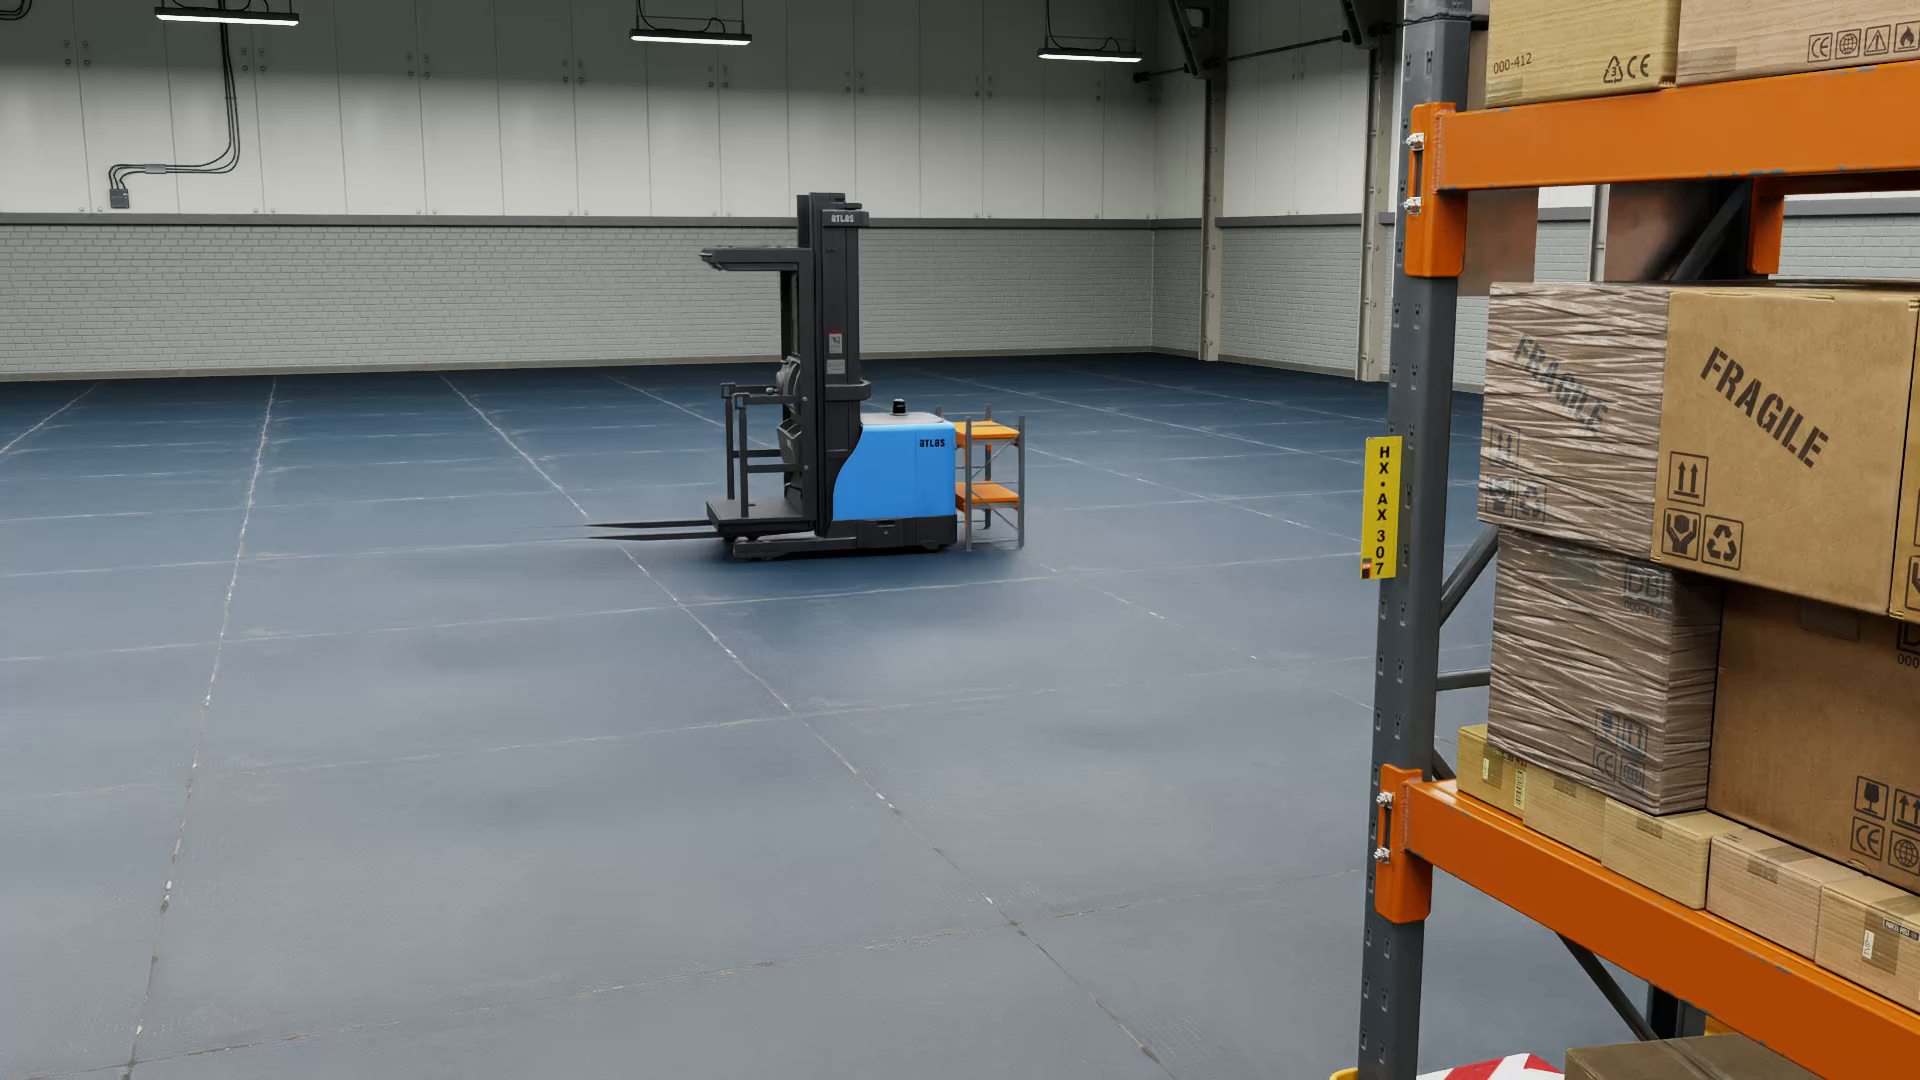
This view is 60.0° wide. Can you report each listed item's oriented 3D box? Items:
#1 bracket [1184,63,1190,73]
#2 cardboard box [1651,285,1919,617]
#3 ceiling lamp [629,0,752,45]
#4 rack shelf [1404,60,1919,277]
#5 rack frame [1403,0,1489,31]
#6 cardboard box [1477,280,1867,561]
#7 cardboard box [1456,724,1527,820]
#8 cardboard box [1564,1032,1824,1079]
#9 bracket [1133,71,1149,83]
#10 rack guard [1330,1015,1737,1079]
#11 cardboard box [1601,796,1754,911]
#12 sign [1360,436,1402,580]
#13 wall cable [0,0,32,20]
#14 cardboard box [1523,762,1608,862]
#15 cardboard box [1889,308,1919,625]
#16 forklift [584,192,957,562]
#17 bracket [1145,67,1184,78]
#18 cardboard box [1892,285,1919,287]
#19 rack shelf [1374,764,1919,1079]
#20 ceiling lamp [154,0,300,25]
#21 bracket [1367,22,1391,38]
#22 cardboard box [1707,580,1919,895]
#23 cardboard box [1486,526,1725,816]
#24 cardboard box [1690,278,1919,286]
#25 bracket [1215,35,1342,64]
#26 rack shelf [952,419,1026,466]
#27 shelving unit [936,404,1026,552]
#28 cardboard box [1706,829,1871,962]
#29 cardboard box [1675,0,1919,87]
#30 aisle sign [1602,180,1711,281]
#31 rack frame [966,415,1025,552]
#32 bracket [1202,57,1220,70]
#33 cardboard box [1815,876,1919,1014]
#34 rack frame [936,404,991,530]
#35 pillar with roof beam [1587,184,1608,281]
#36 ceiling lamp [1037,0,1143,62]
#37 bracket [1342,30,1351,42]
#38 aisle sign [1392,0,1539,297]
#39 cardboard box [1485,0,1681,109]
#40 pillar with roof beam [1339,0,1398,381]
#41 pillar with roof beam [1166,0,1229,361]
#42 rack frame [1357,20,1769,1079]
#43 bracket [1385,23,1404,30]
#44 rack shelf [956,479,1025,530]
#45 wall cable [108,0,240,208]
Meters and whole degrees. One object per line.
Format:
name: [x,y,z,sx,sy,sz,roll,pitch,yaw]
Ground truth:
bracket: [5.026,-10.233,35.972,0.235,0.232,0.430,-4,11,-21]
cardboard box: [1.589,-0.180,2.876,0.500,0.500,0.500,-4,11,-21]
ceiling lamp: [-4.557,-9.878,27.588,2.000,3.185,0.800,-4,11,-21]
rack shelf: [2.194,-0.477,2.027,1.077,0.370,4.000,-4,11,-21]
rack frame: [1.469,-2.635,3.536,1.000,3.000,0.127,-4,11,-21]
cardboard box: [1.414,-0.262,3.338,0.500,0.500,0.500,-4,11,-21]
cardboard box: [1.350,0.504,3.737,0.380,0.149,0.250,-4,11,-21]
cardboard box: [1.680,1.446,3.665,0.500,0.500,0.500,-2,10,-10]
bracket: [4.167,-10.619,38.147,0.235,0.232,0.430,-4,11,-21]
rack guard: [1.496,1.562,4.211,1.175,0.500,0.348,-4,11,-21]
cardboard box: [1.499,0.588,3.266,0.380,0.149,0.250,-4,11,-21]
sign: [0.963,-0.073,3.792,0.100,0.325,0.005,-4,11,-21]
wall cable: [-18.281,-10.546,29.471,3.097,2.526,0.112,-4,11,-21]
cardboard box: [1.423,0.546,3.501,0.380,0.149,0.250,-4,11,-21]
cardboard box: [1.771,-0.098,2.418,0.500,0.500,0.500,-4,11,-21]
forklift: [-1.597,-1.366,13.733,3.031,2.935,1.130,-3,10,-14]
bracket: [4.381,-10.523,37.605,0.076,0.066,3.189,-4,11,-21]
cardboard box: [2.085,-0.214,3.066,0.500,0.500,0.500,-4,11,-21]
rack shelf: [2.194,1.000,2.290,1.077,0.370,4.000,-4,11,-21]
ceiling lamp: [-11.137,-9.430,25.069,2.000,3.185,0.800,-4,11,-21]
bracket: [7.501,-9.118,29.705,0.235,0.232,0.430,-4,11,-21]
cardboard box: [1.936,0.289,3.097,0.875,0.500,0.500,-4,11,-21]
cardboard box: [1.643,0.215,3.513,0.875,0.500,0.500,-4,11,-21]
cardboard box: [1.898,-0.295,3.523,0.500,0.500,0.500,-4,11,-21]
bracket: [6.261,-9.676,32.846,0.076,0.066,4.783,-4,11,-21]
rack shelf: [0.162,-0.844,14.284,0.538,0.278,1.000,-3,10,-15]
shelving unit: [0.162,-0.556,14.335,0.538,1.125,1.048,-3,10,-15]
cardboard box: [1.609,0.628,3.044,0.380,0.149,0.250,-4,11,-21]
cardboard box: [1.595,-0.905,2.807,0.500,0.250,0.500,-4,11,-22]
aisle sign: [1.726,-0.990,3.998,0.394,0.787,0.004,-4,11,-21]
rack frame: [0.293,-0.470,13.852,0.500,1.125,0.032,-3,10,-15]
bracket: [5.327,-10.097,35.211,0.235,0.232,0.430,-4,11,-21]
cardboard box: [1.693,0.669,2.812,0.380,0.149,0.250,-4,11,-21]
rack frame: [0.031,-0.642,14.819,0.500,1.125,0.032,-3,10,-15]
pillar with roof beam: [5.844,-6.183,23.486,9.100,9.000,0.548,-4,11,-21]
ceiling lamp: [2.284,-10.343,30.206,2.000,3.185,0.800,-4,11,-21]
bracket: [7.200,-9.253,30.466,0.235,0.232,0.430,-4,11,-21]
aisle sign: [1.167,-0.952,3.784,0.394,0.787,0.004,-4,11,-21]
cardboard box: [1.403,-0.989,3.278,0.500,0.250,0.500,-4,11,-19]
pillar with roof beam: [3.669,-7.163,28.992,9.100,9.000,0.548,-4,11,-21]
pillar with roof beam: [1.495,-8.142,34.497,9.100,9.000,0.548,-4,11,-21]
rack frame: [1.469,0.319,4.062,1.000,3.000,0.127,-4,11,-21]
bracket: [8.435,-8.697,27.341,0.076,0.066,4.783,-4,11,-21]
rack shelf: [0.162,-0.316,14.378,0.538,0.278,1.000,-3,10,-15]
wall cable: [-14.833,-9.255,31.045,2.305,6.003,0.169,-4,11,-21]
